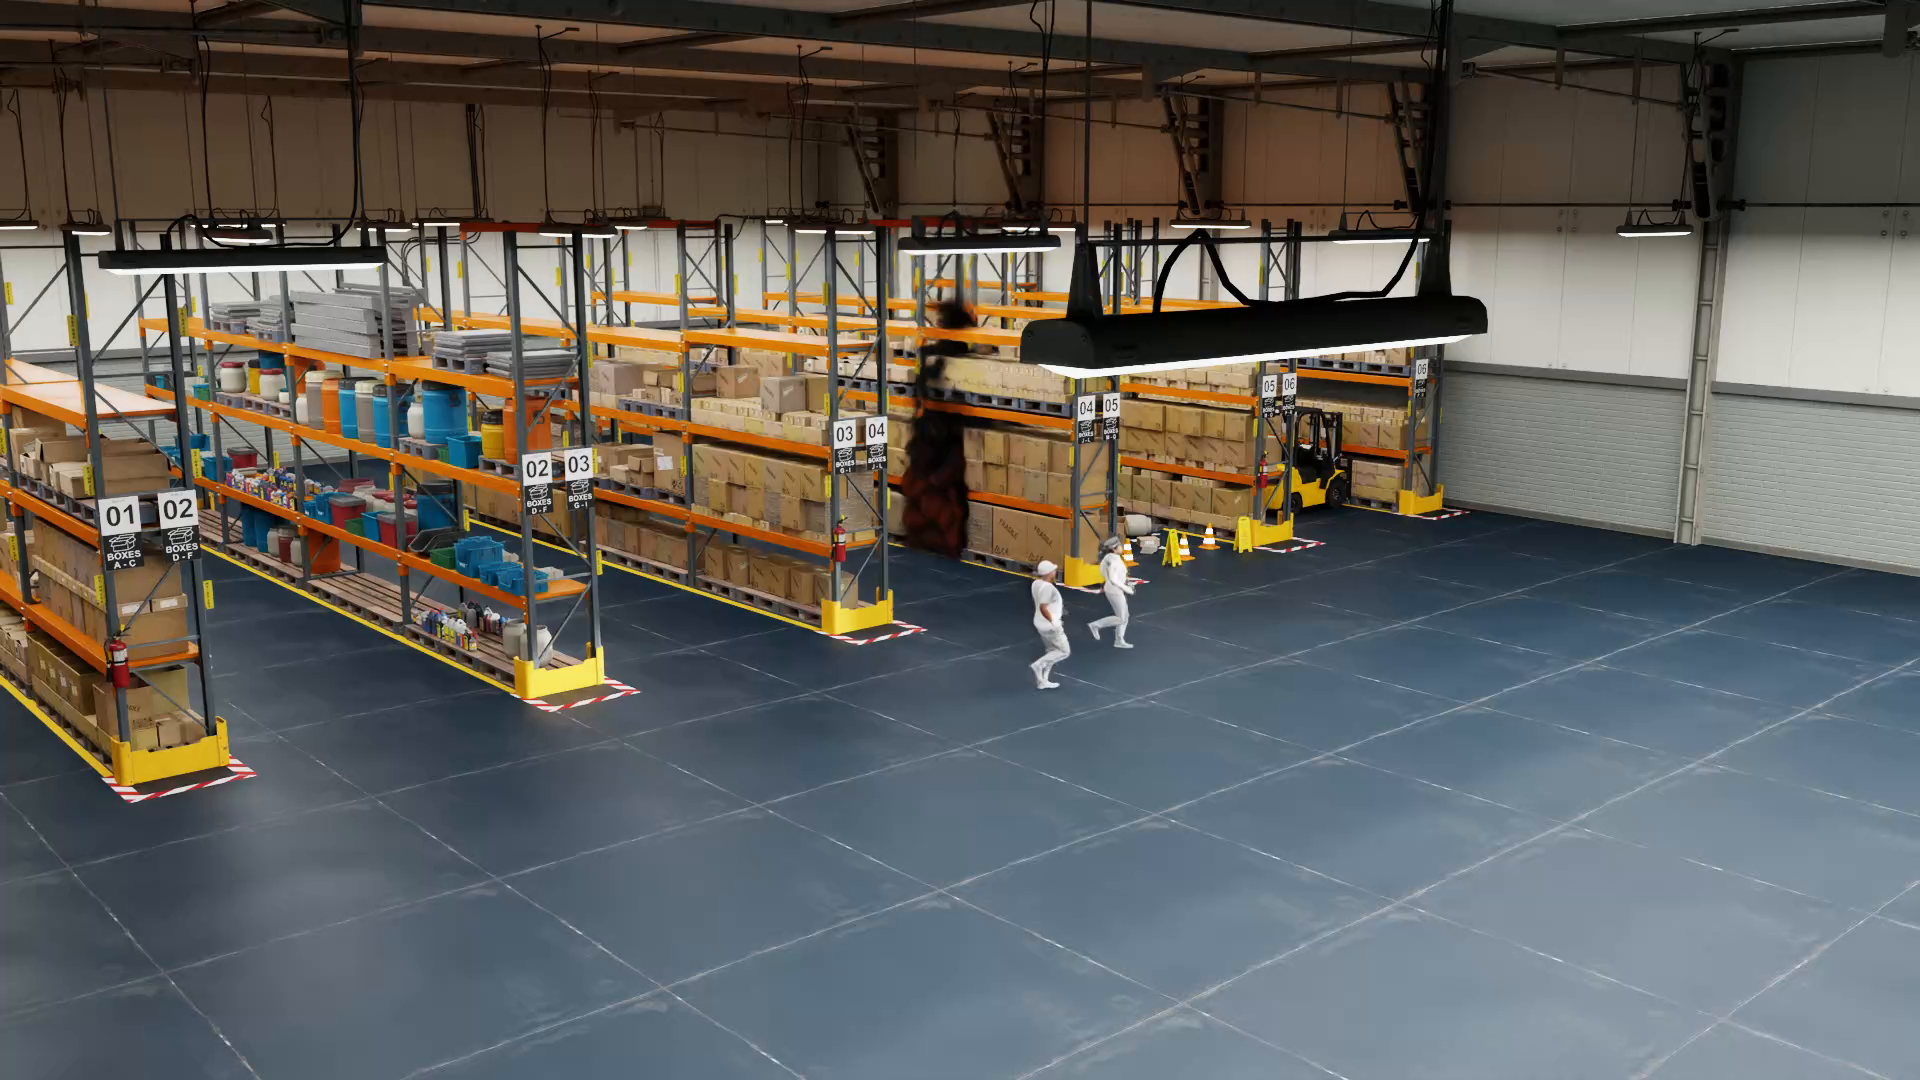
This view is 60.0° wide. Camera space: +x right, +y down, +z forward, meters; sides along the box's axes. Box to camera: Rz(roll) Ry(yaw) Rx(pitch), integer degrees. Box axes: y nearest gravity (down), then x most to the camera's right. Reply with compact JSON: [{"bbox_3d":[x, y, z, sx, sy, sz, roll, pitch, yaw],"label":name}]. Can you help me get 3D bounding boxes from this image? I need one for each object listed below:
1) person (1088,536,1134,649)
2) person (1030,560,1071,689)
[{"bbox_3d":[2.176,0.761,23.968,0.679,1.665,0.623,-1,11,-6],"label":"person"},{"bbox_3d":[1.179,1.118,21.942,0.594,1.732,0.684,-3,12,-16],"label":"person"}]
